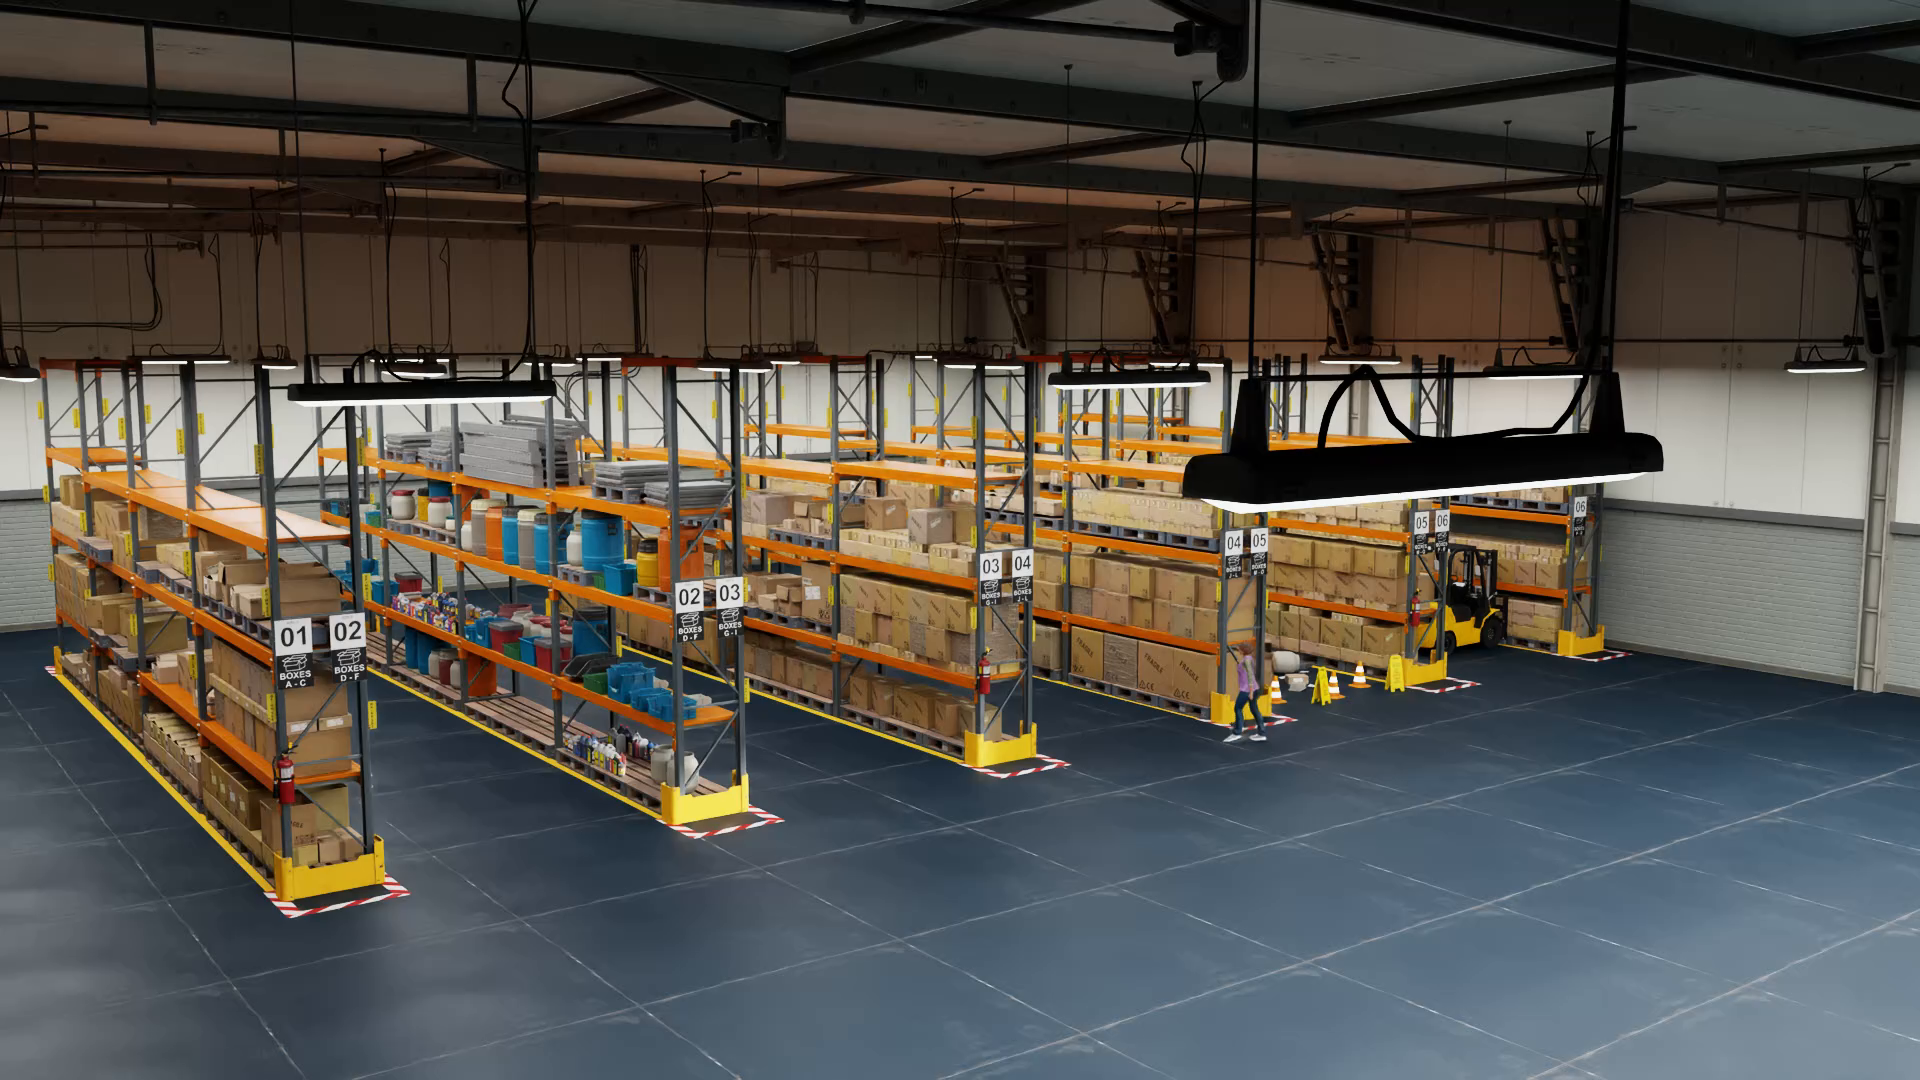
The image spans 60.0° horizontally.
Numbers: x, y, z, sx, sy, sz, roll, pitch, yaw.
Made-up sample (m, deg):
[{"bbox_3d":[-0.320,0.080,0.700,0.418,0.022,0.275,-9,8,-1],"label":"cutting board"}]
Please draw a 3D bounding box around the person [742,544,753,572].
[{"bbox_3d":[-5.362,0.491,41.583,0.661,1.730,0.575,-3,7,-22],"label":"person"}]

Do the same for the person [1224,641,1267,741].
[{"bbox_3d":[4.569,2.401,26.329,0.655,1.611,0.424,3,8,26],"label":"person"}]
